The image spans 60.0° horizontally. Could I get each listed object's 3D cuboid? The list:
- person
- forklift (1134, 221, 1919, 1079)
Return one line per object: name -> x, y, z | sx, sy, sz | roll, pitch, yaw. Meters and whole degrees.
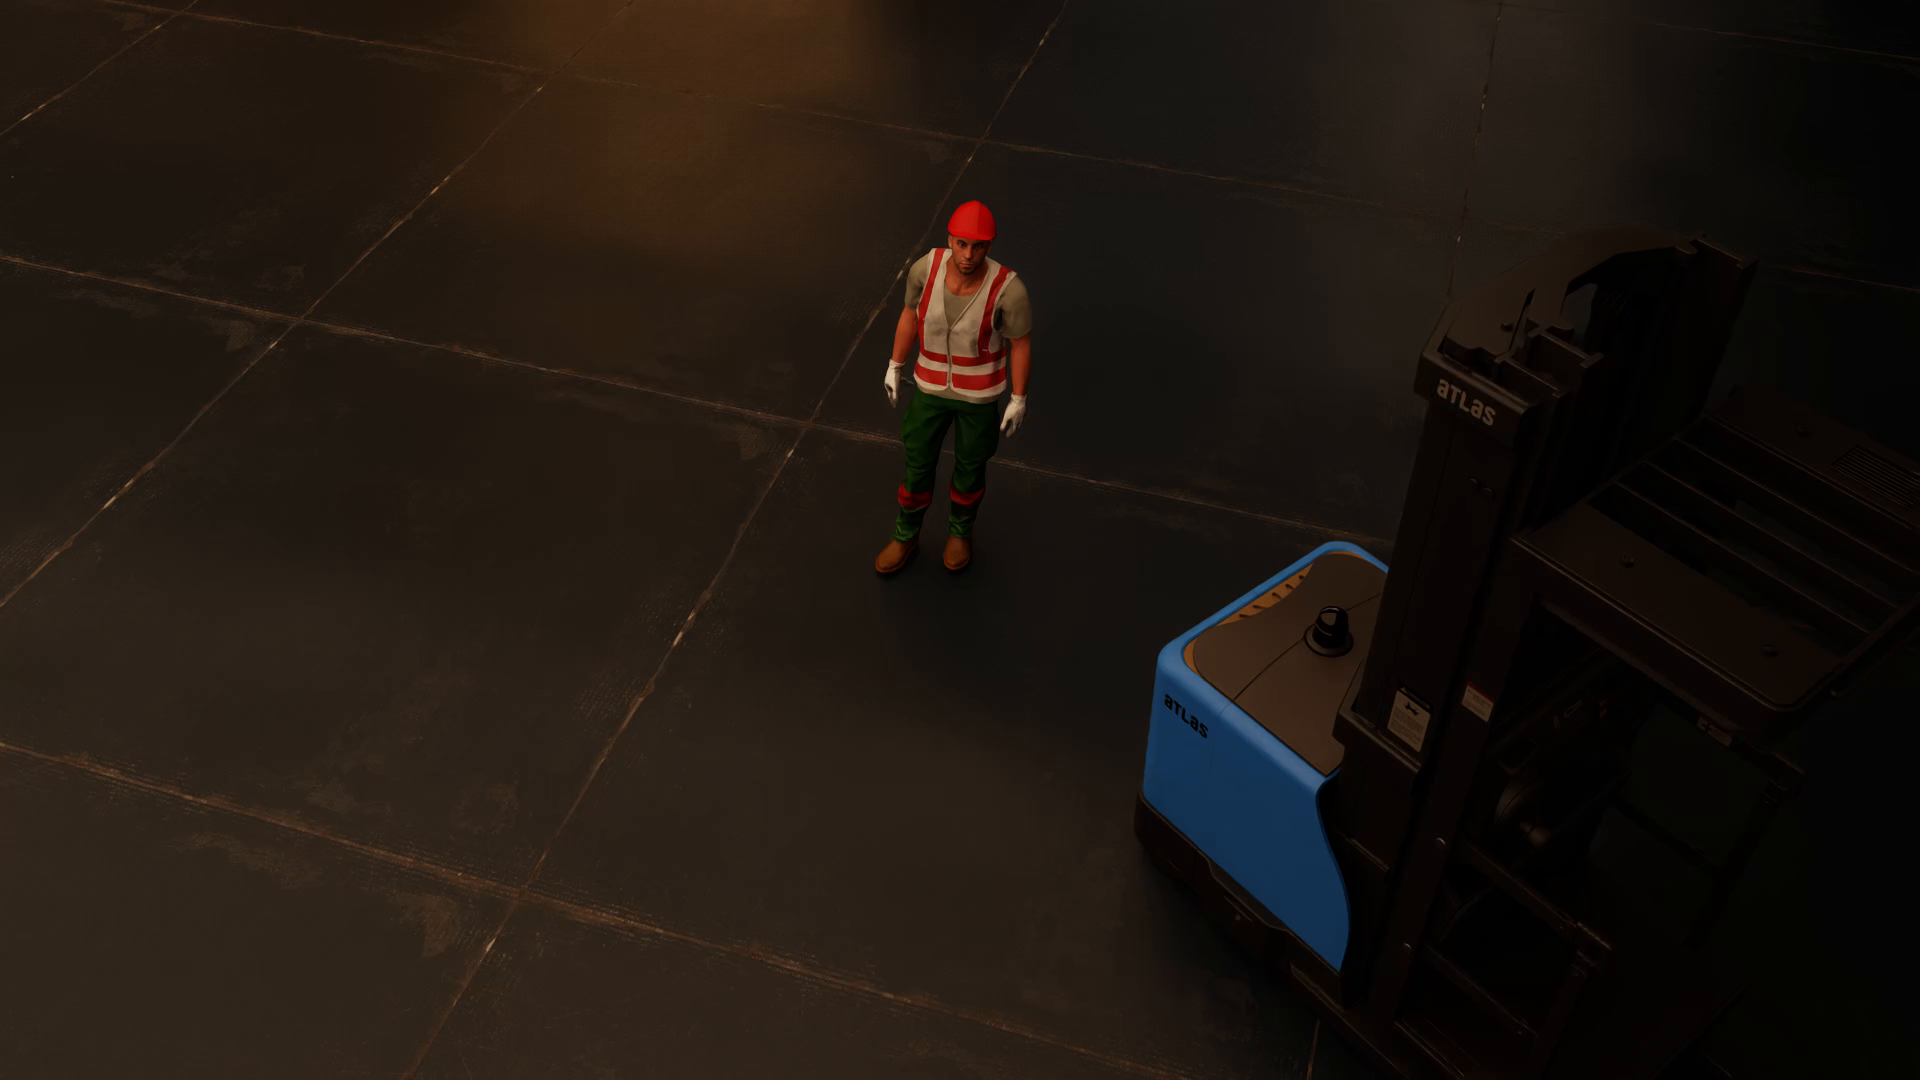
person -> -0.035, -0.610, 7.173 | 0.638, 1.789, 0.562 | 12, 44, 13
forklift -> 2.000, 0.676, 4.962 | 1.130, 2.935, 3.031 | -29, 50, -28
